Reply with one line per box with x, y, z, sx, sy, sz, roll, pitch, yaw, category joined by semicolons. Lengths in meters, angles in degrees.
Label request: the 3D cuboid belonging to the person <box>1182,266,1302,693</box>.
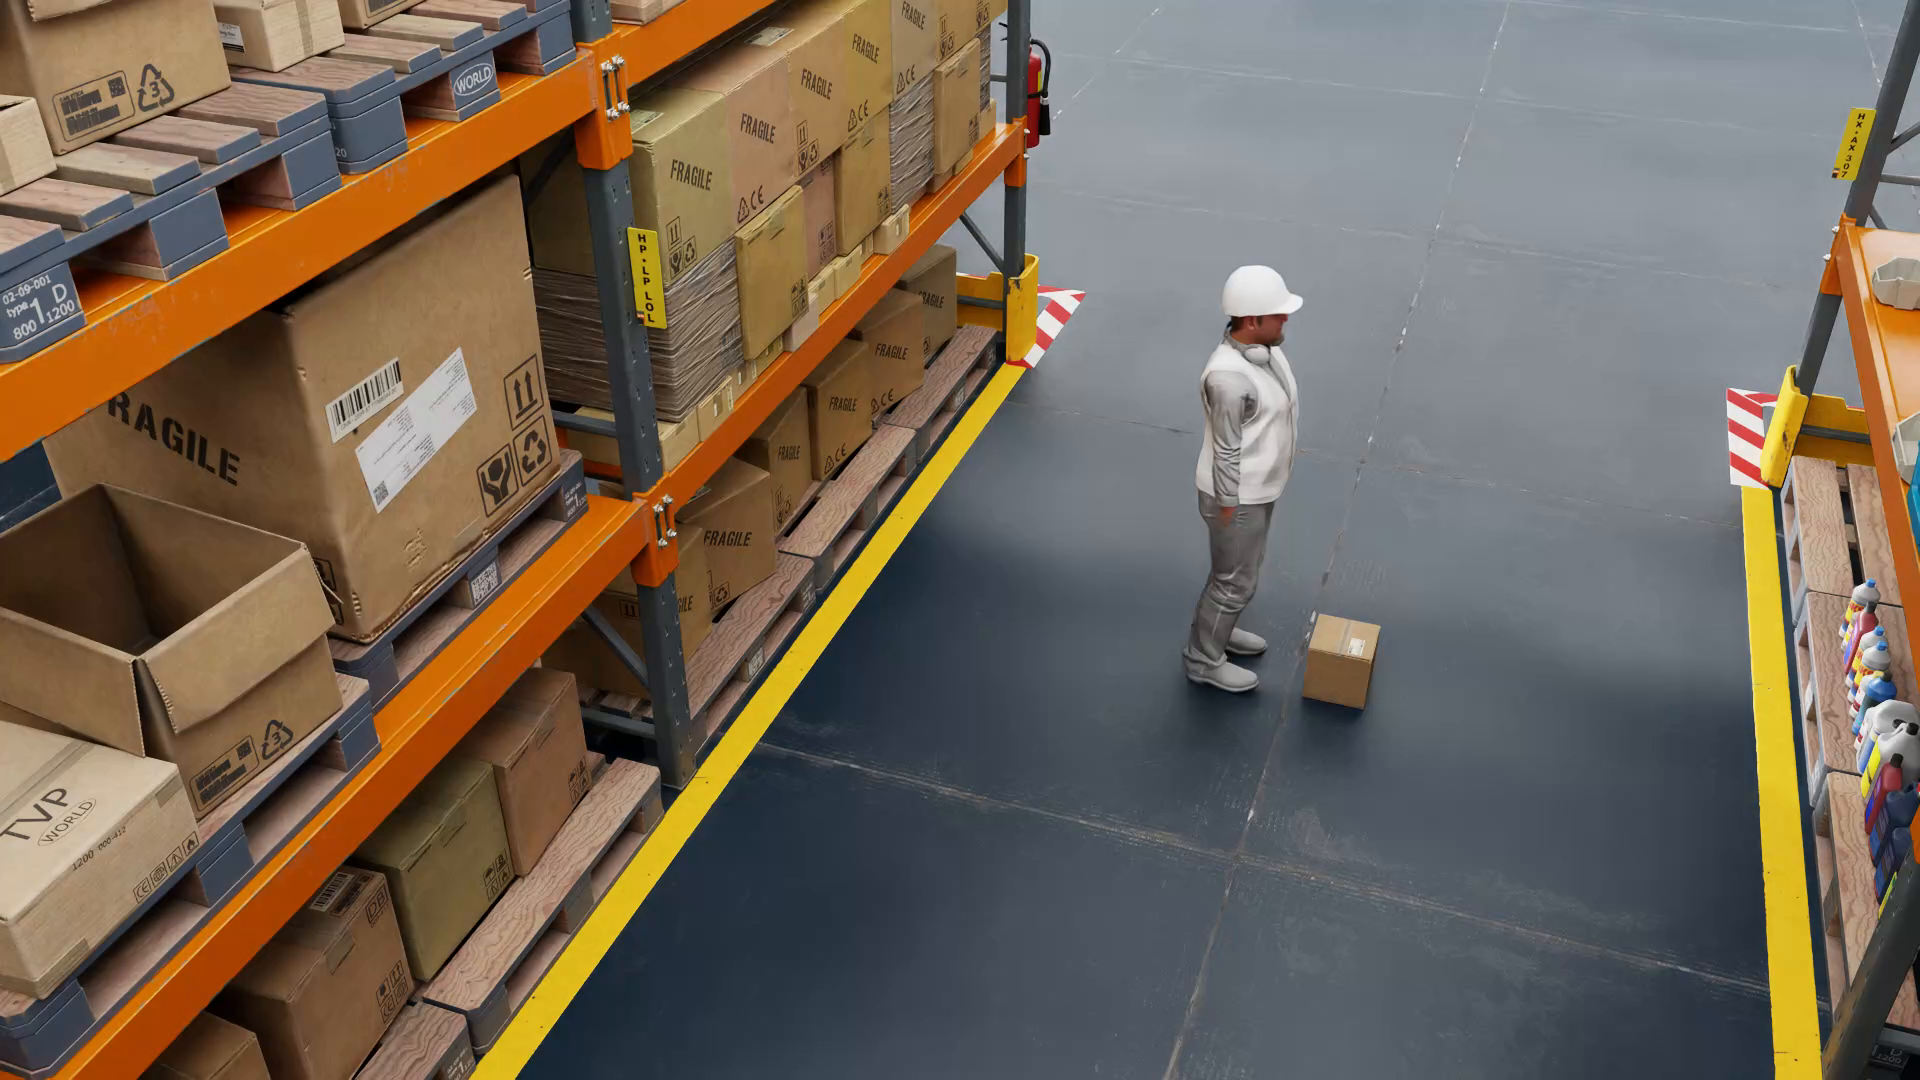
1.107;-0.239;6.489;0.359;1.765;0.531;12;35;18;person
